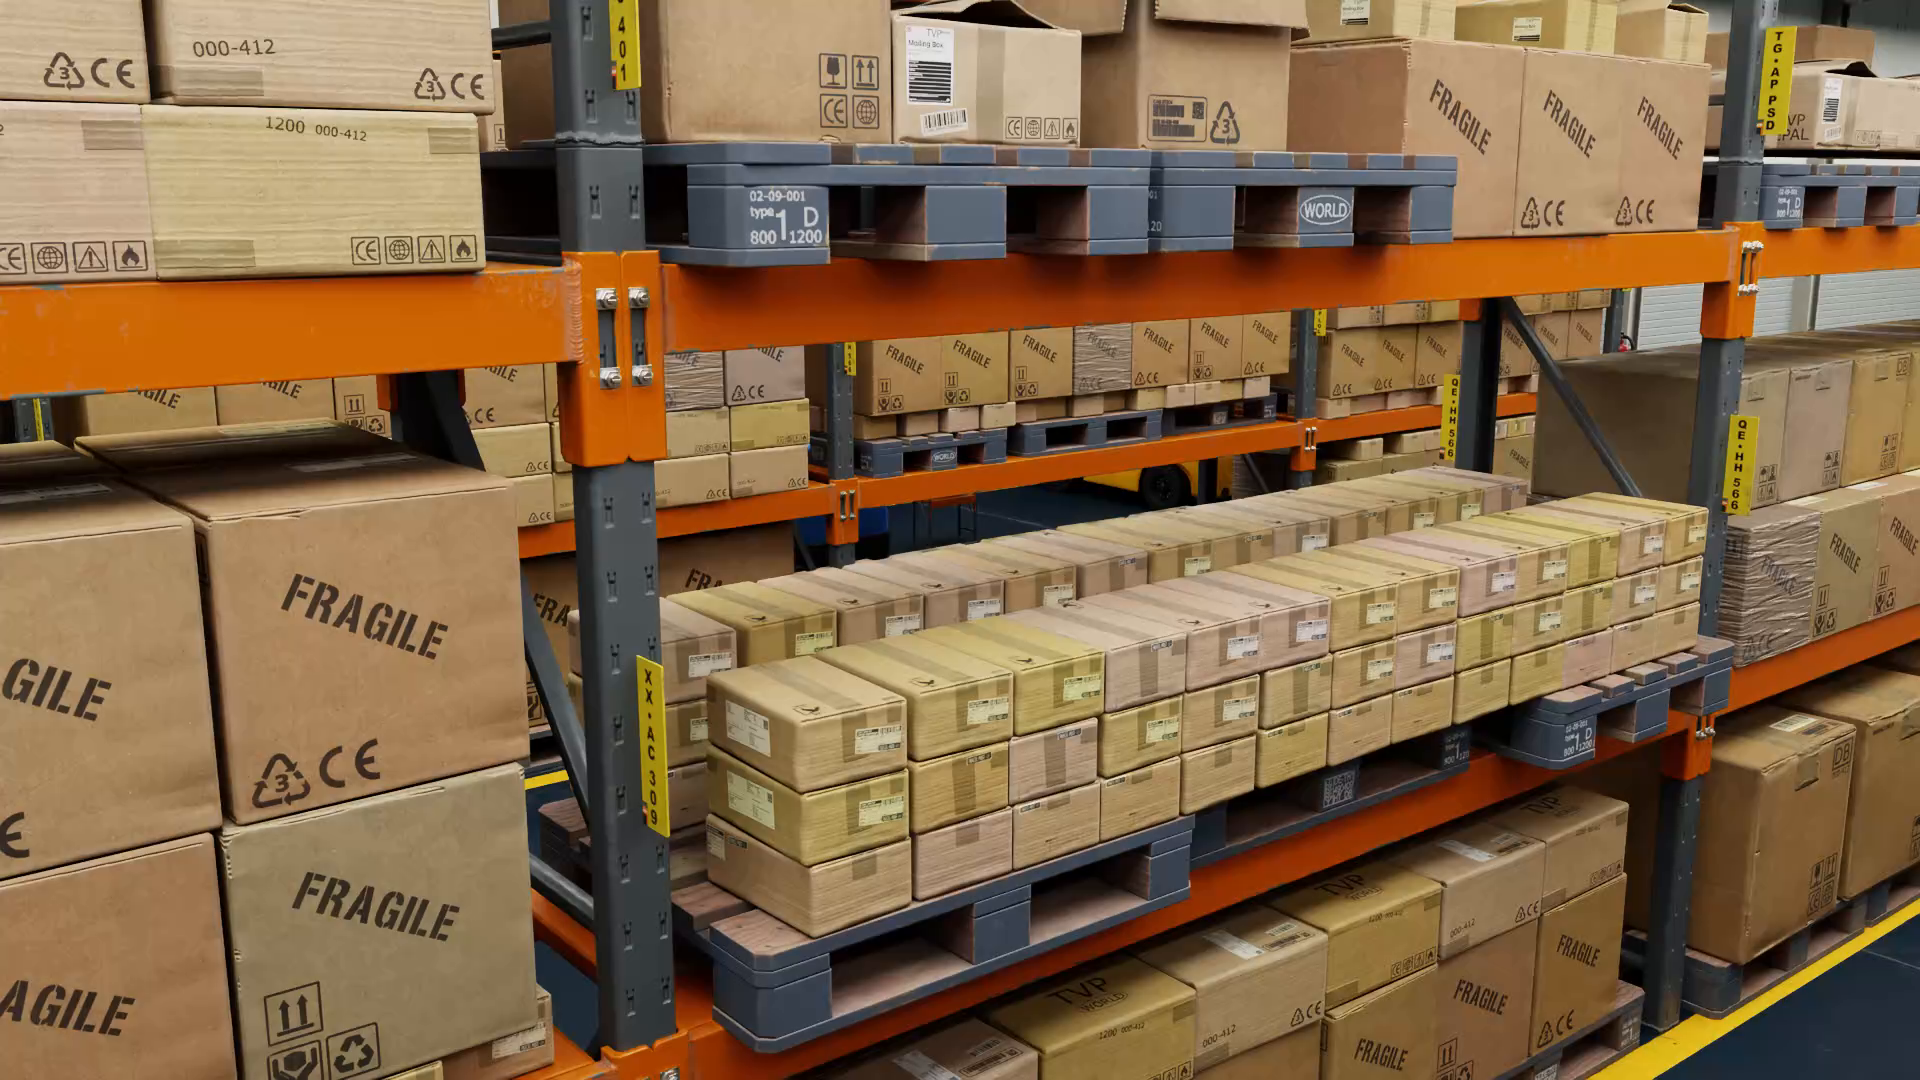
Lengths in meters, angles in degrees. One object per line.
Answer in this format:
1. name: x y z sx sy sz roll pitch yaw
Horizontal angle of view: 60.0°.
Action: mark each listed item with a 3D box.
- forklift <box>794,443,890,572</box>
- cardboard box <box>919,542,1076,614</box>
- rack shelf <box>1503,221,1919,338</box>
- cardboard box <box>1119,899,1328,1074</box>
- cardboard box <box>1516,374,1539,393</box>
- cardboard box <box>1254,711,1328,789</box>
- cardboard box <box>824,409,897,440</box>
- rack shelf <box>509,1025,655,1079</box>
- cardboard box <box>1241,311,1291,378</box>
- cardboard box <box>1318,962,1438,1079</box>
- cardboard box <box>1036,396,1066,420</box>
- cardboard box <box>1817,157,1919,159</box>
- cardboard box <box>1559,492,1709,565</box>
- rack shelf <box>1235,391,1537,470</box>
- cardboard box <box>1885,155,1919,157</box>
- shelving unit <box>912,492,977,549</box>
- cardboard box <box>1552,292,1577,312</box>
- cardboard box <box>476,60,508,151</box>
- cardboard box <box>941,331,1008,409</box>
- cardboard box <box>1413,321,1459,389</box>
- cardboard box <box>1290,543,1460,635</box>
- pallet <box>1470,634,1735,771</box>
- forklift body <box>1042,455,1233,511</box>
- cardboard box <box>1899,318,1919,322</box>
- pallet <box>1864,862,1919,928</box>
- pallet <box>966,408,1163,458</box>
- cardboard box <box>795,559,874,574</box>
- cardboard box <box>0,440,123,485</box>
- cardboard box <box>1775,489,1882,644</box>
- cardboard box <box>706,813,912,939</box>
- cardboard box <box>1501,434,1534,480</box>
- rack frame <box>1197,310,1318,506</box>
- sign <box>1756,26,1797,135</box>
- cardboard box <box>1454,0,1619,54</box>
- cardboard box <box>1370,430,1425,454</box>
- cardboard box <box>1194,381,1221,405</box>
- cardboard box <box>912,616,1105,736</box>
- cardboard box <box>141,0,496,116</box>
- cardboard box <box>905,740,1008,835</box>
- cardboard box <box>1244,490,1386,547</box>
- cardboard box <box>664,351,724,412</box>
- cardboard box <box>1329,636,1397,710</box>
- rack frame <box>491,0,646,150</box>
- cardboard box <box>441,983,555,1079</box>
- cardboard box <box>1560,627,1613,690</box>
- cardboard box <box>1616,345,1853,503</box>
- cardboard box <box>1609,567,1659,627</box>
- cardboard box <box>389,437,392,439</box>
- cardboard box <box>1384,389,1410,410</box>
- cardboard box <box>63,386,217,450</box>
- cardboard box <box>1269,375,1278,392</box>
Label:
1. forklift: -2.013 -1.084 12.179 3.031 2.935 1.130 -9 15 -38
2. cardboard box: 0.095 0.123 4.488 0.250 0.149 0.380 -10 16 -39
3. rack shelf: 3.777 -1.180 6.973 4.000 0.370 1.077 -9 15 -38
4. cardboard box: 0.649 1.177 4.567 0.500 0.250 0.500 -9 15 -36
5. cardboard box: 4.608 -1.308 13.670 0.250 0.149 0.380 -9 15 -37
6. cardboard box: 0.703 0.485 4.218 0.250 0.149 0.380 -10 15 -39
7. cardboard box: -0.586 -0.689 9.746 0.250 0.149 0.380 -11 16 -41
8. rack shelf: -2.470 1.326 2.396 4.000 0.370 1.077 -9 15 -38
9. cardboard box: 1.950 -1.416 11.609 0.500 0.500 0.500 -10 15 -39
10. cardboard box: 1.054 1.478 4.952 0.500 0.500 0.500 -10 16 -40
11. cardboard box: 0.461 -0.868 10.587 0.250 0.149 0.380 -9 15 -35
12. cardboard box: 4.082 -1.783 7.435 0.250 0.149 0.380 -9 15 -38
13. cardboard box: 2.119 -0.040 5.259 0.250 0.149 0.380 -10 16 -40
14. rack shelf: 3.729 -1.021 13.448 4.000 0.370 1.077 -9 15 -38
15. cardboard box: 4.107 -1.739 6.837 0.500 0.311 0.500 -10 16 -40
16. shelving unit: -0.129 -0.565 13.903 0.503 1.200 0.258 -9 15 -38
17. cardboard box: 4.628 -2.150 13.668 0.500 0.500 0.700 -9 15 -37
18. cardboard box: -2.151 -2.040 8.043 0.500 0.500 0.500 -9 15 -37
19. cardboard box: -0.058 -1.084 10.044 0.500 0.500 0.500 -8 15 -35
20. cardboard box: 3.463 -1.452 12.788 0.500 0.500 0.500 -10 15 -38
21. cardboard box: 1.108 0.127 4.470 0.250 0.149 0.380 -9 15 -35
22. pallet: 1.725 0.399 5.491 1.003 0.211 1.213 -9 15 -38
23. forklift body: 1.846 -1.480 15.921 1.214 2.155 2.313 -9 15 -38
24. cardboard box: 4.955 -0.796 8.010 0.500 0.500 0.700 -10 15 -39
25. pallet: 3.830 1.312 7.443 1.213 0.211 1.003 -9 15 -38
26. pallet: 0.564 -0.764 10.968 1.213 0.211 1.003 -9 15 -38
27. cardboard box: -0.509 0.414 10.274 0.625 0.372 0.950 -11 16 -41
28. cardboard box: -1.808 0.119 2.980 0.500 0.500 0.500 -10 16 -39
29. cardboard box: 3.130 0.065 6.359 0.500 0.500 0.500 -10 15 -38
30. cardboard box: -0.313 0.655 3.415 0.250 0.149 0.380 -10 16 -40
31. cardboard box: 4.423 -0.645 13.750 0.500 0.500 0.500 -9 15 -36
32. rack frame: 2.167 -1.114 12.151 0.127 3.000 1.000 -9 15 -38
33. sign: 2.553 -1.437 5.207 0.005 0.325 0.100 -9 15 -38
34. cardboard box: 1.671 -1.532 4.816 0.258 0.266 0.396 -9 15 -38
35. cardboard box: 3.332 -0.764 12.748 0.250 0.149 0.380 -9 15 -35
36. cardboard box: 1.542 -1.014 11.276 0.250 0.149 0.380 -10 15 -39
37. cardboard box: 0.102 0.294 3.683 0.250 0.149 0.380 -9 15 -37
38. cardboard box: -1.110 -0.823 2.719 0.500 0.250 0.500 -10 16 -40
39. cardboard box: -0.112 0.476 3.544 0.250 0.149 0.380 -10 15 -39
40. cardboard box: 1.124 -0.049 5.300 0.250 0.149 0.380 -10 16 -40
41. cardboard box: -1.592 -0.955 8.757 0.500 0.500 0.500 -9 15 -37
42. cardboard box: 0.907 0.306 4.342 0.250 0.149 0.380 -10 15 -39
43. rack frame: -0.908 -2.220 2.920 0.127 3.000 1.000 -9 15 -38
44. cardboard box: -0.985 0.912 3.216 0.250 0.149 0.380 -10 15 -38
45. cardboard box: 1.722 0.317 5.010 0.250 0.149 0.380 -9 15 -37
46. cardboard box: 2.966 -0.465 6.451 0.500 0.500 0.700 -10 15 -38
47. cardboard box: 1.907 0.140 5.125 0.250 0.149 0.380 -9 15 -36
48. cardboard box: -2.759 -0.391 7.908 0.500 0.250 0.500 -9 15 -37
49. cardboard box: 3.182 -1.087 12.629 0.250 0.149 0.380 -9 15 -36
50. cardboard box: -3.556 -0.624 7.198 0.500 0.500 0.500 -9 15 -37
51. cardboard box: 2.359 -1.406 12.572 0.500 0.500 0.500 -10 16 -39
